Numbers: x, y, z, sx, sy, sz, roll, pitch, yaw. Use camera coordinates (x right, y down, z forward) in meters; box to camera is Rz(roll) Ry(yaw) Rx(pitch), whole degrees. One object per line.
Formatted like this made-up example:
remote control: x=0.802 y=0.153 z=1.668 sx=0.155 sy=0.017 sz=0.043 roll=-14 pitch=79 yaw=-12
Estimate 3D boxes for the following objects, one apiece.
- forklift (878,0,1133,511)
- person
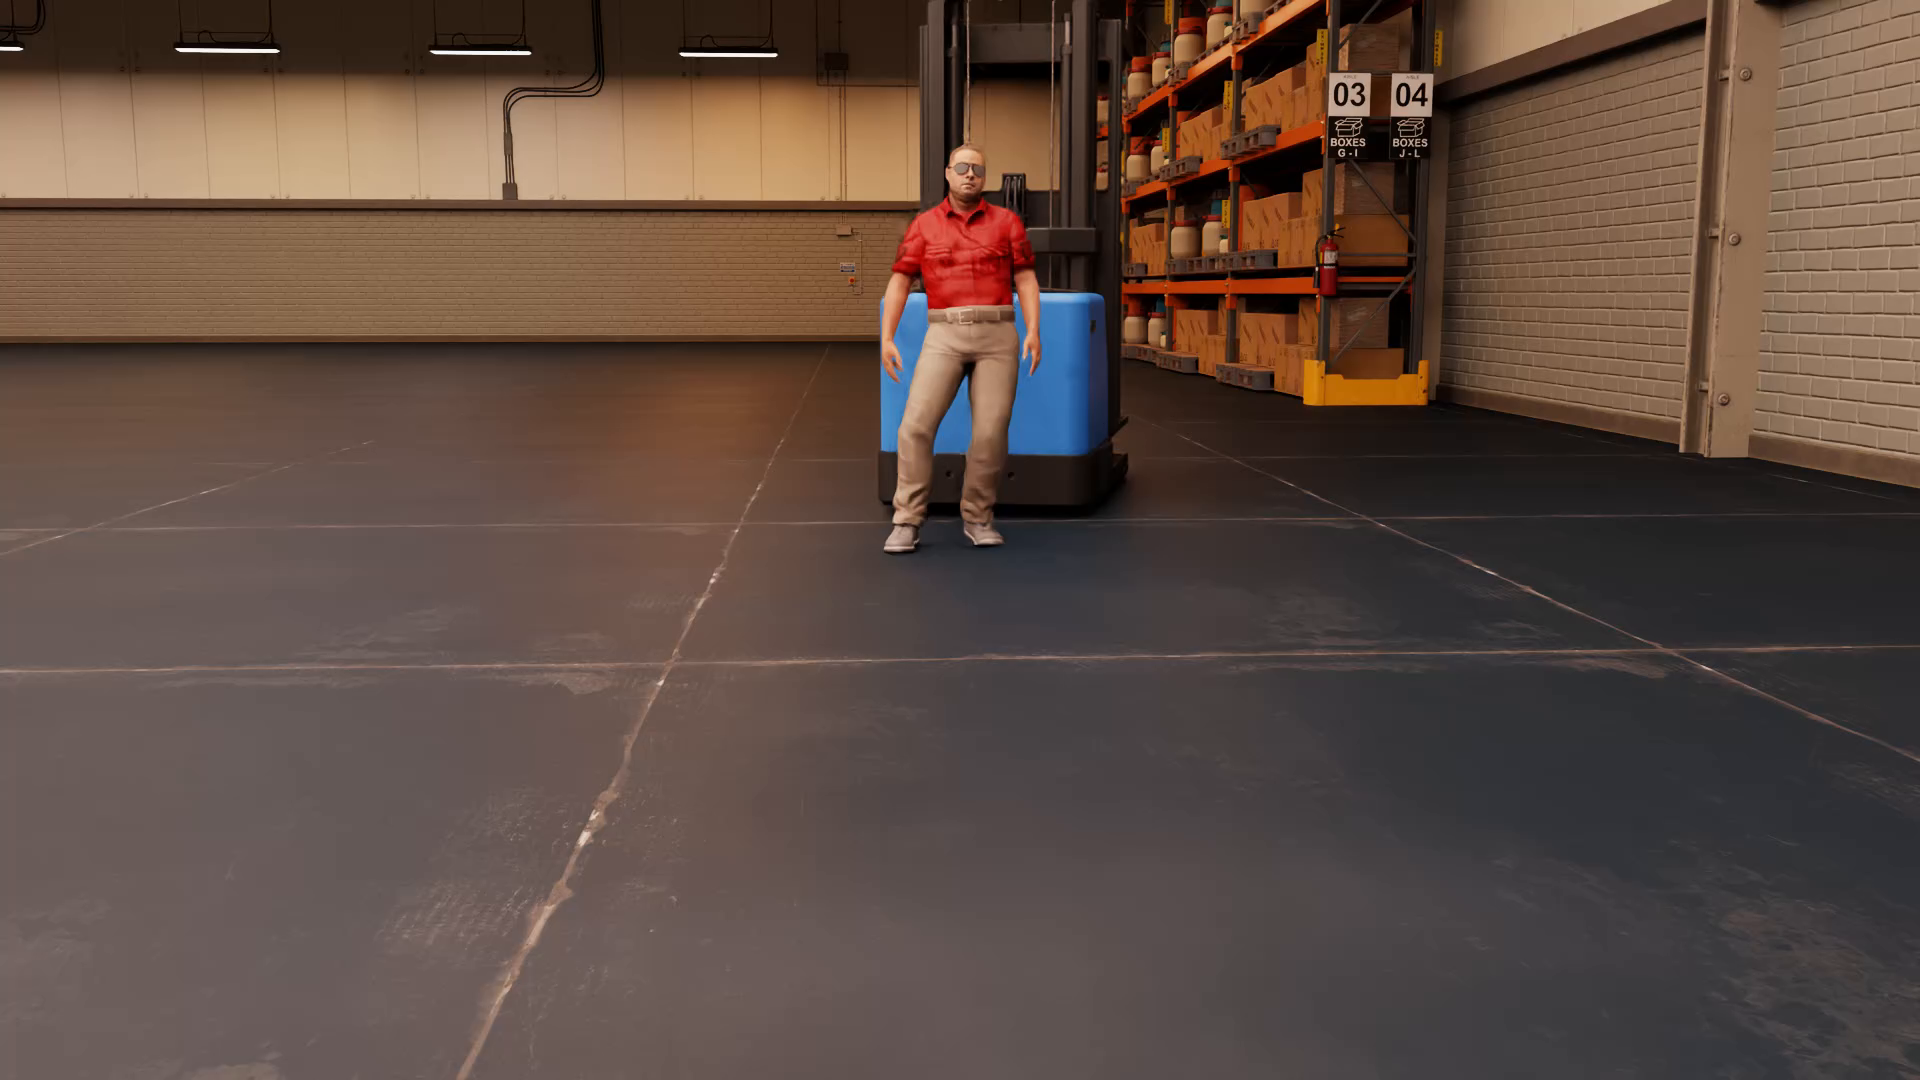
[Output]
forklift: x=0.371 y=-1.772 z=9.264 sx=1.130 sy=2.935 sz=3.031 roll=2 pitch=9 yaw=10
person: x=0.003 y=-0.808 z=7.034 sx=0.687 sy=1.711 sz=0.566 roll=0 pitch=8 yaw=1
